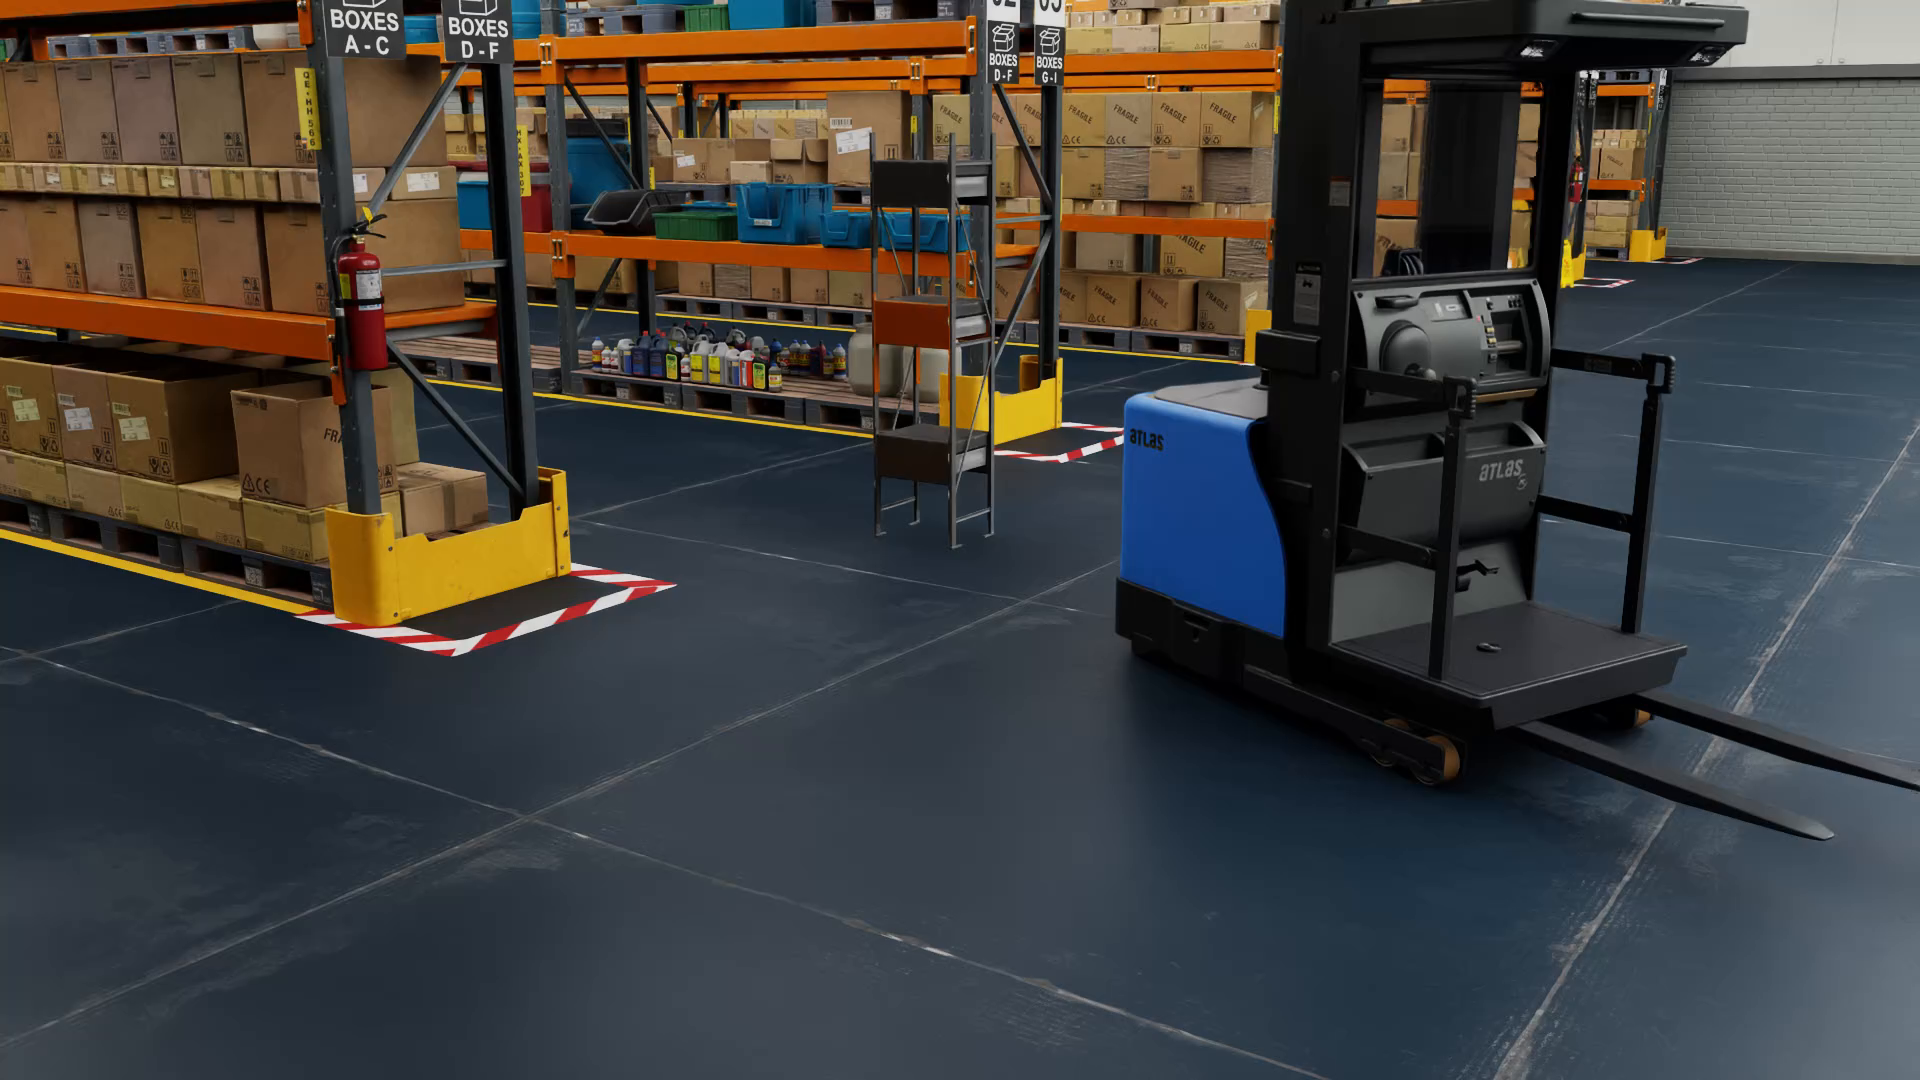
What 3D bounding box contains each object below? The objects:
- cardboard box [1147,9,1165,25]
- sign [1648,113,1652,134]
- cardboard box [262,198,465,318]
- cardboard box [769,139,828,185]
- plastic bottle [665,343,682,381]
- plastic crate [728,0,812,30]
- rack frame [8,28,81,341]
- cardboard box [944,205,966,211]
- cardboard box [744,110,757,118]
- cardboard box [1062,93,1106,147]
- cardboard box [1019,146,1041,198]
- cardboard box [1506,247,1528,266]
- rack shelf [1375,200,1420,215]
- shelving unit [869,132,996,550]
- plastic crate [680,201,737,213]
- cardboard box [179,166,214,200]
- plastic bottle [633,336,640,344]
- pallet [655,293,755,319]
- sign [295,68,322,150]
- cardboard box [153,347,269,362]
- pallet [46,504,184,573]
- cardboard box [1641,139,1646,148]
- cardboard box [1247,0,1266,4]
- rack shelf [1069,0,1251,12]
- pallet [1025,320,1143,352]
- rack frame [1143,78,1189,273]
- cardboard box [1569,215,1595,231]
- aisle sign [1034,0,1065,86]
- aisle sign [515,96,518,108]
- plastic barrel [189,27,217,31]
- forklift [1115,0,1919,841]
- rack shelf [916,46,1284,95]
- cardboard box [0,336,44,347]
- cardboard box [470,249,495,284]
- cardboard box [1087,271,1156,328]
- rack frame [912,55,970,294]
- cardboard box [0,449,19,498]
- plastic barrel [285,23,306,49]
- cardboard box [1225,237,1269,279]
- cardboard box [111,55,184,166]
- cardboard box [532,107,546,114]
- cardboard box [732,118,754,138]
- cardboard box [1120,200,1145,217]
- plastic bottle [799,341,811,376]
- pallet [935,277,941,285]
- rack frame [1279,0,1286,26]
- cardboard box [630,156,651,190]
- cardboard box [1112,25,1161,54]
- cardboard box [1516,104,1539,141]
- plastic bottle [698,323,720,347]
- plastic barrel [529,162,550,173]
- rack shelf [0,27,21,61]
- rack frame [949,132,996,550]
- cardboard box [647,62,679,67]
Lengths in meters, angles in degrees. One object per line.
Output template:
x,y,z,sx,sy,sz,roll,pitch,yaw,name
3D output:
1.954,-4.898,15.607,0.250,0.149,0.380,9,17,33,cardboard box
11.138,-6.723,26.837,0.005,0.325,0.100,9,17,33,sign
-2.758,-1.325,7.726,0.500,0.500,0.700,9,17,33,cardboard box
-1.655,-4.191,18.421,0.637,0.503,0.797,11,18,38,cardboard box
-2.220,-1.383,12.906,0.133,0.283,0.061,10,17,35,plastic bottle
-1.360,-3.843,11.894,0.575,0.384,0.392,9,17,33,plastic crate
-5.697,-1.748,9.642,0.127,3.000,1.000,9,17,33,rack frame
0.046,-3.476,17.144,0.250,0.149,0.380,9,17,33,cardboard box
-3.814,-7.943,31.031,0.250,0.149,0.380,9,16,31,cardboard box
1.318,-4.091,16.199,0.500,0.500,0.500,9,17,33,cardboard box
1.041,-3.722,16.788,0.500,0.500,0.875,9,17,33,cardboard box
7.844,-4.089,23.948,0.500,0.250,0.500,9,17,33,cardboard box
4.347,-4.081,20.562,4.000,0.370,1.077,9,17,33,rack shelf
-0.137,-1.041,8.661,0.503,2.100,0.431,9,17,33,shelving unit
-1.859,-2.569,13.266,0.616,0.251,0.499,9,17,33,plastic crate
-3.439,-1.691,7.855,0.250,0.149,0.380,9,17,34,cardboard box
-2.567,-1.483,13.310,0.133,0.283,0.061,9,17,33,plastic bottle
-2.836,-2.800,19.696,1.213,0.211,1.003,9,17,33,pallet
-2.692,-1.782,6.877,0.005,0.325,0.100,9,17,33,sign
-3.941,-0.763,8.949,0.500,0.500,0.500,9,17,33,cardboard box
-4.044,-0.116,8.852,1.213,0.211,1.003,9,17,33,pallet
11.316,-6.613,27.737,0.250,0.149,0.380,9,16,31,cardboard box
3.647,-6.419,20.049,0.250,0.149,0.380,9,17,33,cardboard box
3.707,-8.335,26.098,4.000,0.370,1.077,9,17,33,rack shelf
1.429,-2.123,16.958,1.213,0.211,1.003,9,17,33,pallet
2.687,-4.698,21.559,0.127,3.000,1.000,9,17,33,rack frame
10.464,-5.336,27.946,0.500,0.250,0.500,9,17,32,cardboard box
0.613,-3.509,11.347,0.004,0.787,0.394,9,17,33,aisle sign
-7.498,-7.519,27.546,0.004,0.787,0.394,9,17,33,aisle sign
-7.220,-4.979,15.865,0.301,0.262,0.301,0,14,0,plastic barrel
1.855,-0.734,5.689,1.130,2.935,3.031,-9,16,-31,forklift
1.495,-4.561,16.261,4.000,0.370,1.077,9,17,33,rack shelf
-5.486,-0.856,9.328,0.500,0.500,0.500,9,17,33,cardboard box
-5.519,-3.766,21.344,0.875,0.875,1.225,9,16,31,cardboard box
1.622,-2.425,16.704,0.500,0.500,0.500,11,18,38,cardboard box
-0.165,-3.723,17.619,0.127,3.000,1.000,9,17,33,rack frame
-5.069,-0.426,9.151,0.500,0.250,0.500,9,17,33,cardboard box
-5.688,-4.817,14.756,0.600,0.901,0.600,0,14,0,plastic barrel
3.920,-3.652,20.882,0.875,0.875,0.875,9,17,33,cardboard box
-3.660,-2.099,8.152,0.500,0.500,0.700,9,17,33,cardboard box
-6.623,-6.806,27.167,0.500,0.500,0.500,10,17,34,cardboard box
-3.919,-7.653,31.206,0.500,0.500,0.500,9,16,31,cardboard box
1.756,-3.226,16.134,0.250,0.149,0.380,9,17,33,cardboard box
-1.225,-1.439,13.156,0.097,0.271,0.097,0,14,0,plastic bottle
-0.020,-3.760,23.573,1.213,0.211,1.003,9,17,33,pallet
3.154,-6.098,14.731,0.127,3.000,1.000,9,17,33,rack frame
-4.032,-4.324,19.841,0.500,0.500,0.500,10,17,35,cardboard box
1.776,-4.720,15.718,0.500,0.250,0.500,10,17,34,cardboard box
8.139,-5.865,23.367,0.500,0.500,0.700,9,16,31,cardboard box
-2.074,-1.608,13.674,0.185,0.351,0.144,8,16,30,plastic bottle
-3.600,-2.973,14.308,0.433,0.535,0.433,0,14,0,plastic barrel
-7.356,-3.123,10.451,4.000,0.370,1.077,9,17,33,rack shelf
0.065,-1.009,8.528,0.015,2.100,0.400,9,17,33,rack frame
-3.236,-5.528,18.984,0.500,0.250,0.500,10,17,34,cardboard box
